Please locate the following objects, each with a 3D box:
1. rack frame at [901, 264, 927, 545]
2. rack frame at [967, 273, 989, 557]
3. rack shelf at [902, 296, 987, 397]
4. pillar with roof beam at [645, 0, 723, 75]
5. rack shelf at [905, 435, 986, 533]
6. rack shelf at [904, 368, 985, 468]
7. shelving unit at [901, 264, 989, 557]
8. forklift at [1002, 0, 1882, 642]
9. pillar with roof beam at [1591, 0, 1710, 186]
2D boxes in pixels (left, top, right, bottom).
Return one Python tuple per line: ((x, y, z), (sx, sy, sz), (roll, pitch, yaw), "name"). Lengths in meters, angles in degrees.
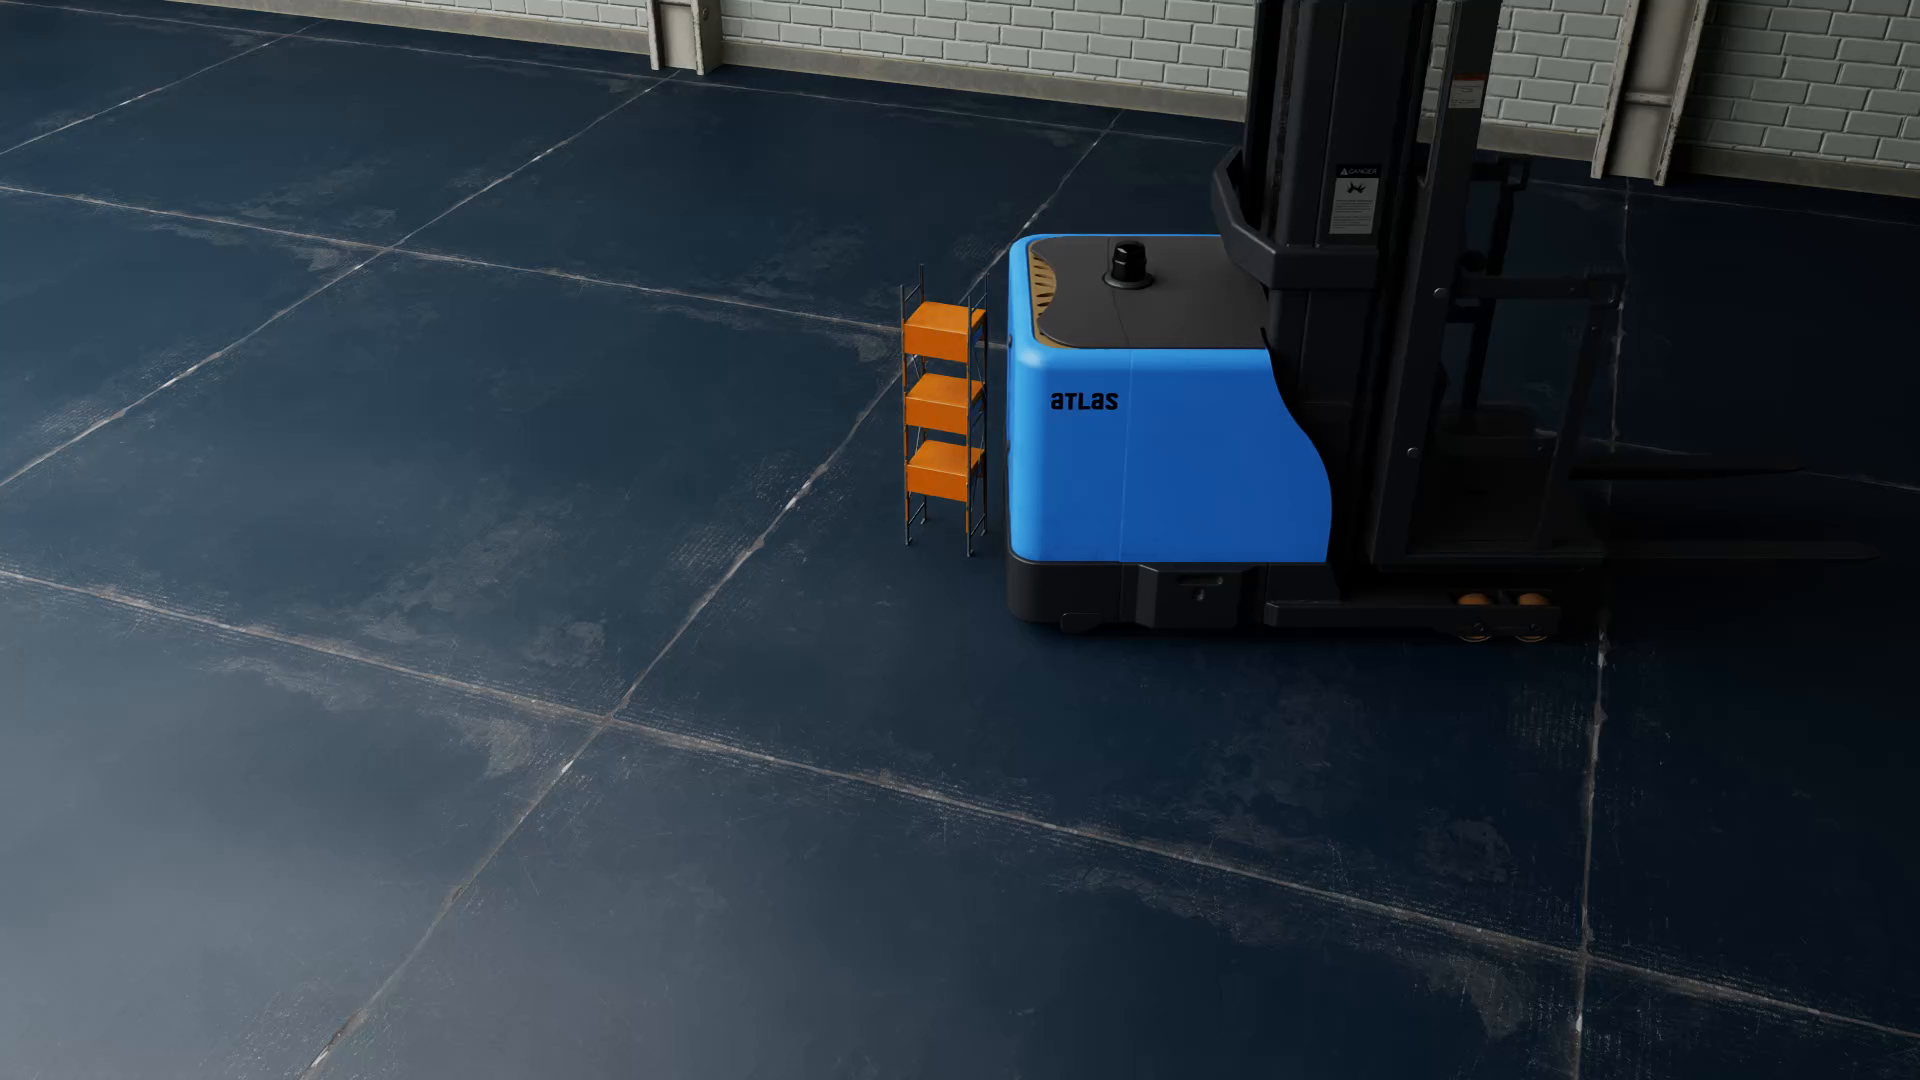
((-0.165, -0.473, 6.015), (0.008, 1.050, 0.200), (11, 34, 16), "rack frame")
((0.064, -0.429, 5.946), (0.008, 1.050, 0.200), (11, 34, 16), "rack frame")
((-0.050, -0.680, 5.832), (0.240, 0.259, 0.215), (11, 34, 16), "rack shelf")
((-3.282, -4.780, 5.357), (0.400, 9.000, 9.100), (11, 34, 16), "pillar with roof beam")
((-0.050, -0.208, 6.137), (0.240, 0.259, 0.215), (11, 34, 16), "rack shelf")
((-0.050, -0.442, 5.986), (0.240, 0.259, 0.215), (11, 34, 16), "rack shelf")
((-0.050, -0.451, 5.980), (0.252, 1.050, 0.215), (11, 34, 16), "shelving unit")
((1.678, -1.171, 5.362), (3.031, 2.935, 1.130), (0, 33, 0), "forklift")
((2.366, -3.682, 3.656), (0.400, 9.000, 9.100), (11, 34, 16), "pillar with roof beam")
